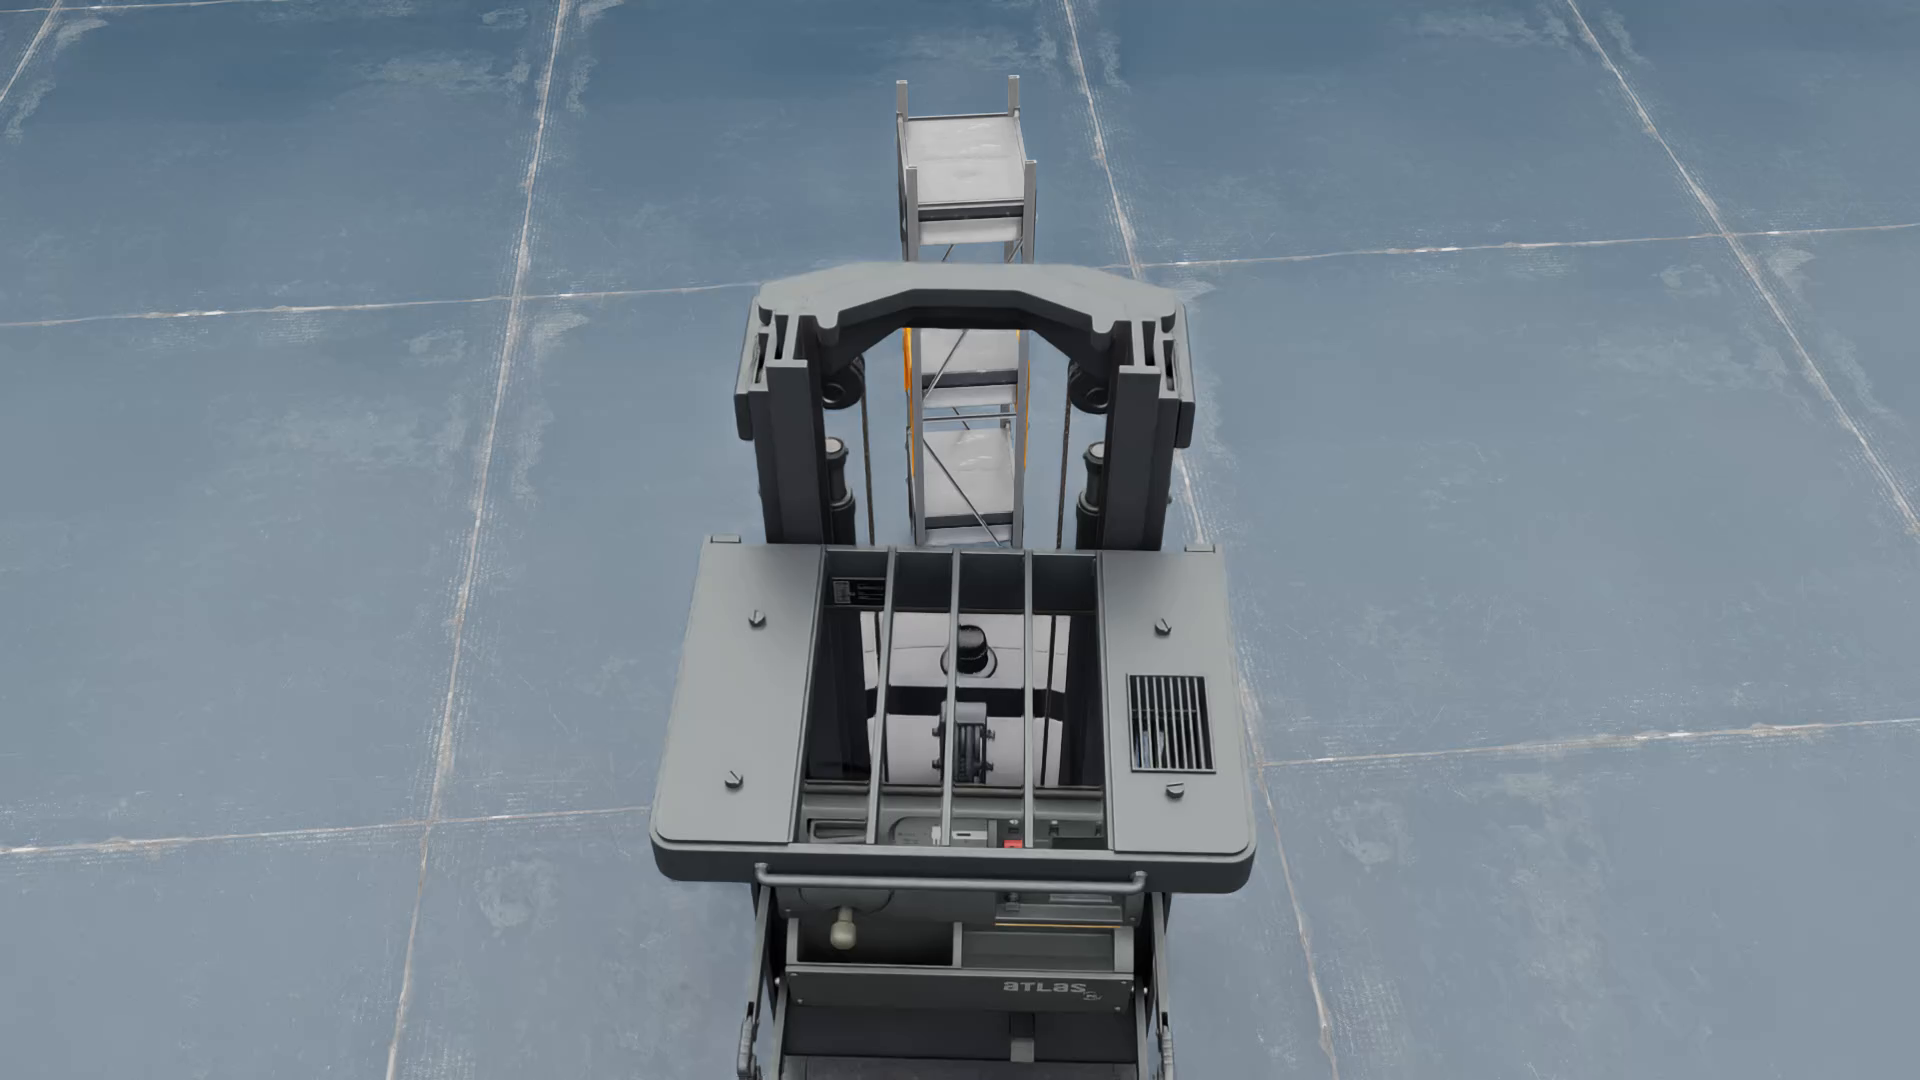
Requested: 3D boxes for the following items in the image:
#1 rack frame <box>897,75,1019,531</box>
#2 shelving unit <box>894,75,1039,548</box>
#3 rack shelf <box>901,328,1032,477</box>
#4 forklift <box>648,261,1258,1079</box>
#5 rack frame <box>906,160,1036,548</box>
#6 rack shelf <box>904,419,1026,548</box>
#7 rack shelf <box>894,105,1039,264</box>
[{"bbox_3d":[-0.007,-0.779,6.178,0.400,2.100,0.015,-3,47,-3],"label":"rack frame"},{"bbox_3d":[0.014,-0.602,6.011,0.431,2.100,0.503,-3,47,-3],"label":"shelving unit"},{"bbox_3d":[0.014,-0.593,6.021,0.431,0.518,0.480,-3,47,-3],"label":"rack shelf"},{"bbox_3d":[-0.003,0.926,3.991,1.130,2.935,3.031,1,47,1],"label":"forklift"},{"bbox_3d":[0.034,-0.426,5.844,0.400,2.100,0.015,-3,47,-3],"label":"rack frame"},{"bbox_3d":[0.014,-0.112,6.529,0.431,0.518,0.480,-3,47,-3],"label":"rack shelf"},{"bbox_3d":[0.014,-1.074,5.512,0.431,0.518,0.480,-3,47,-3],"label":"rack shelf"}]
